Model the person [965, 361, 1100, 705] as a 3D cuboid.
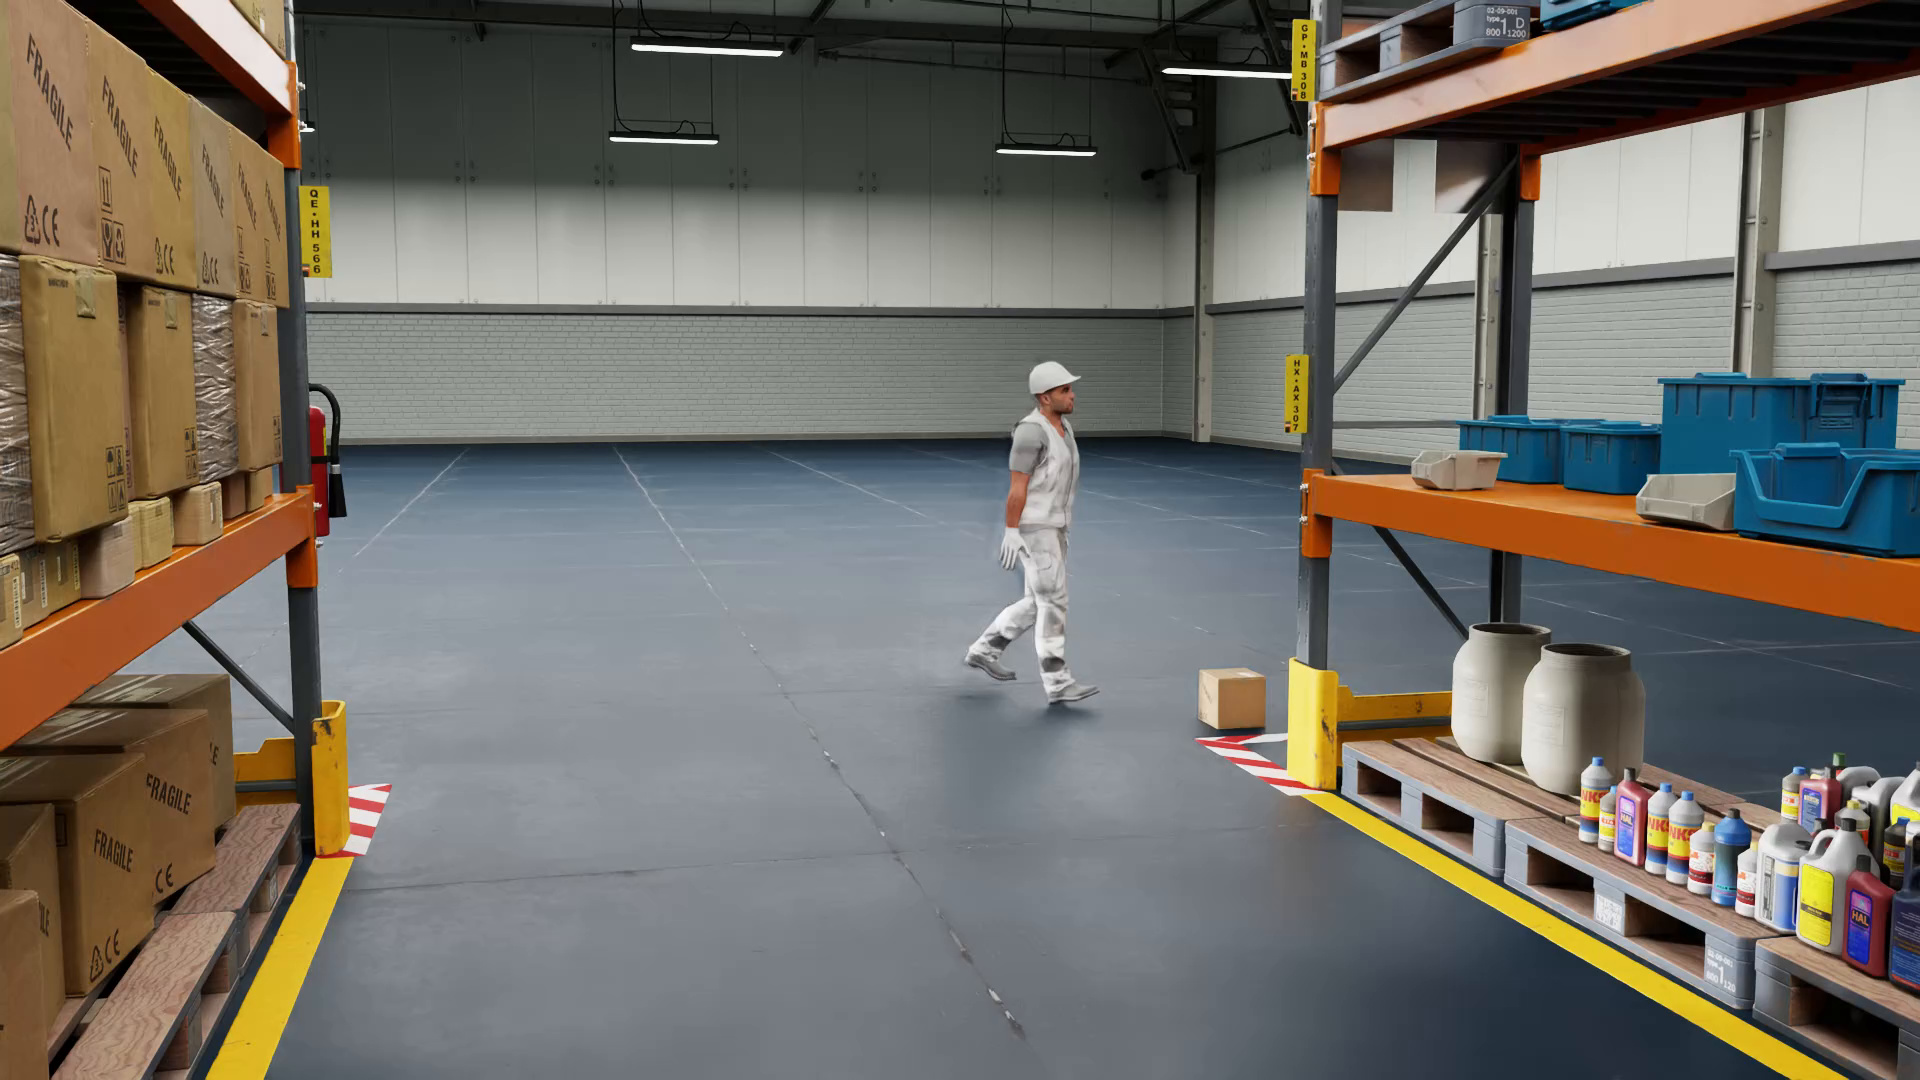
[{"bbox_3d":[0.384,-0.042,8.720,0.830,1.780,0.611,3,7,23],"label":"person"}]
